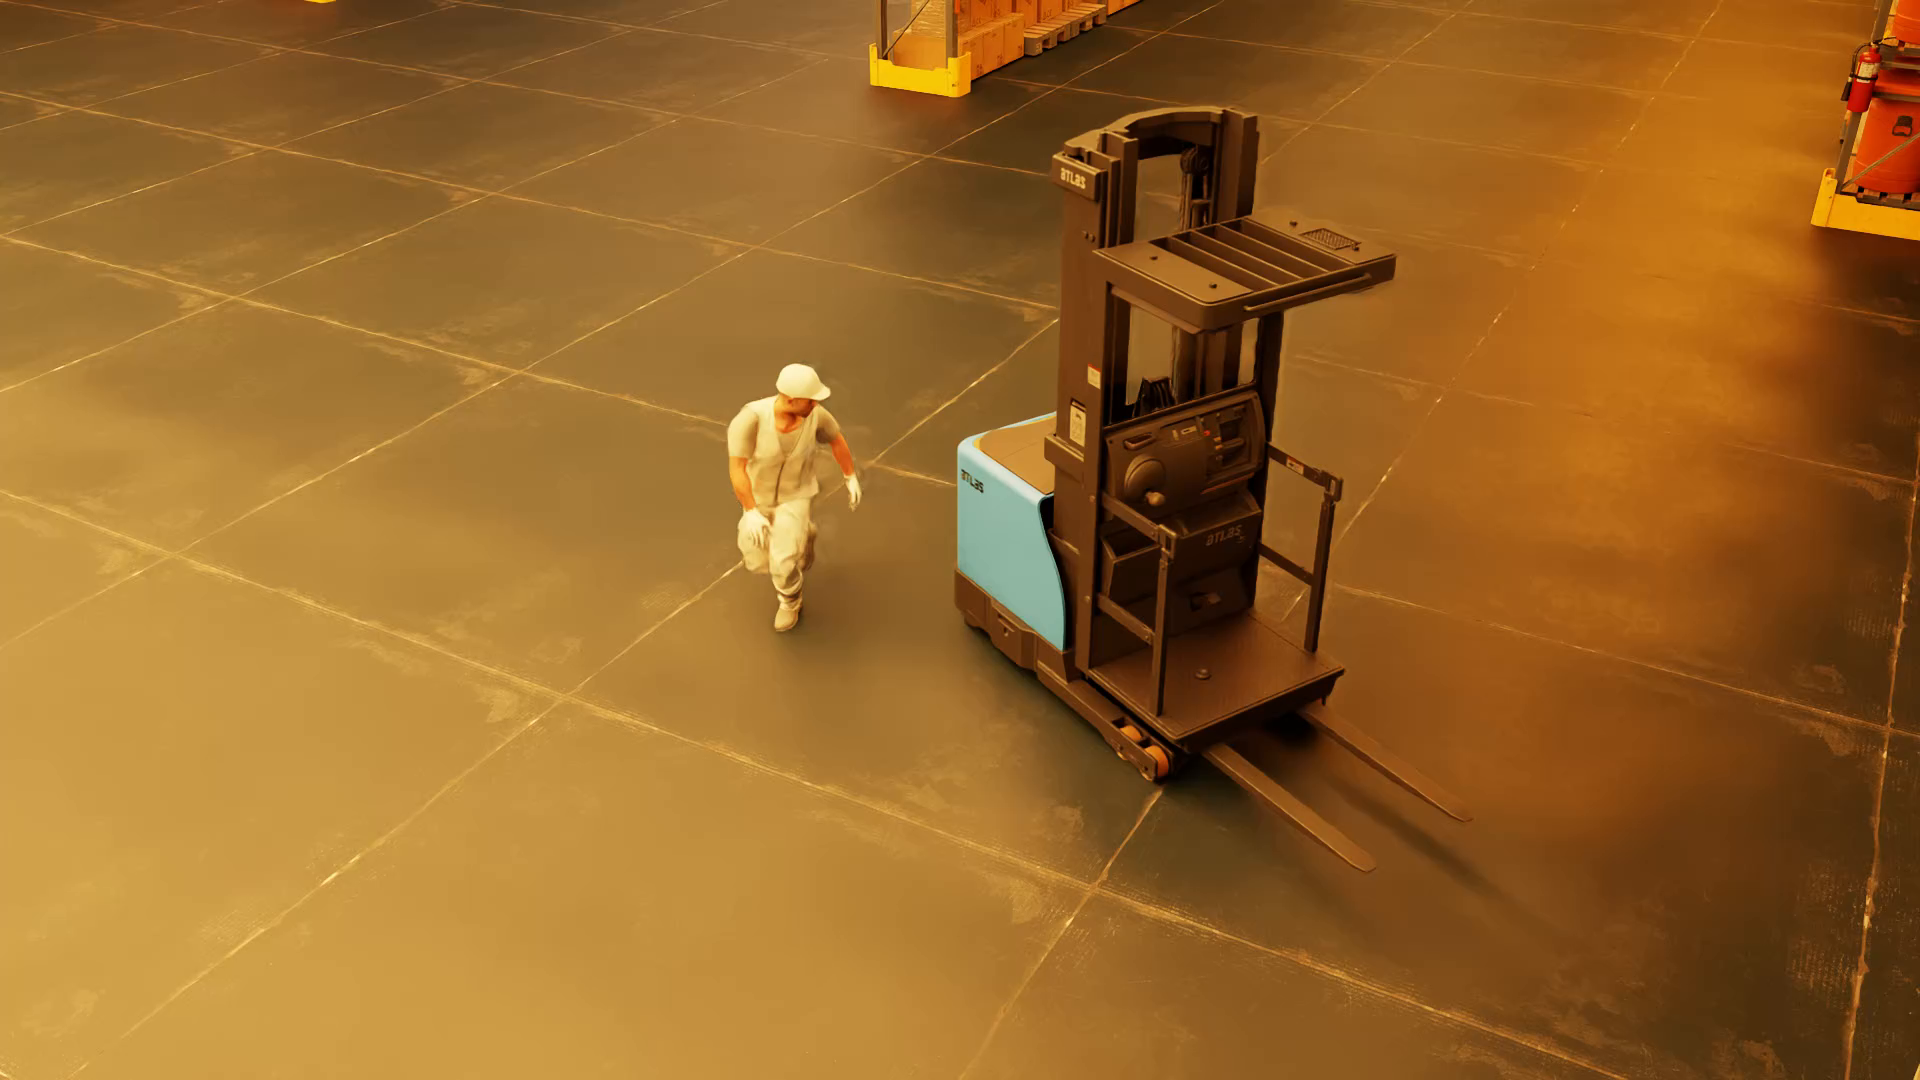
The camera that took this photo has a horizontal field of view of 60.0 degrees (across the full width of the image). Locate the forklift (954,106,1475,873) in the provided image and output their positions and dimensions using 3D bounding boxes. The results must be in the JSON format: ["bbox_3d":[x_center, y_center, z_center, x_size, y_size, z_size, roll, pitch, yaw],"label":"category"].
[{"bbox_3d":[1.194,-0.383,7.734,1.130,2.935,3.031,-18,35,-28],"label":"forklift"}]

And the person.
[{"bbox_3d":[-0.883,-0.286,8.987,0.662,1.553,0.841,1,30,3],"label":"person"}]
